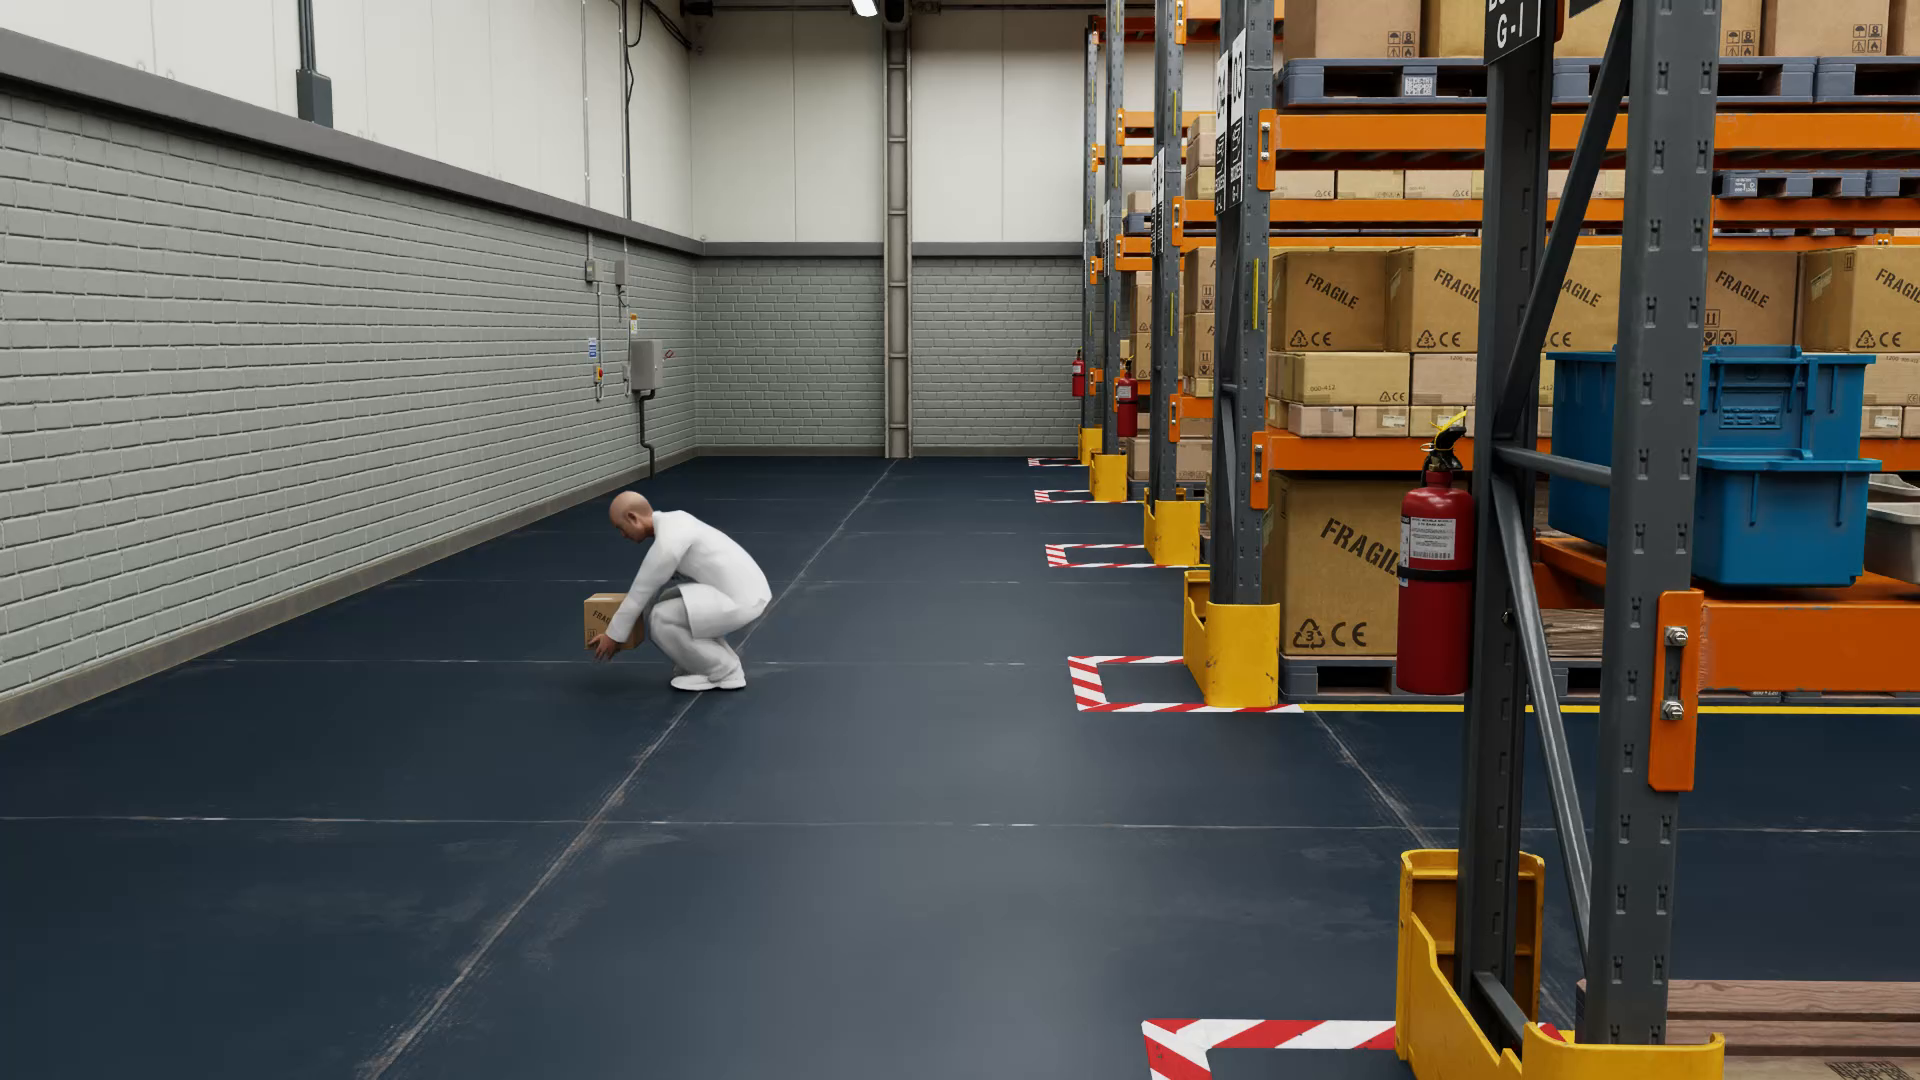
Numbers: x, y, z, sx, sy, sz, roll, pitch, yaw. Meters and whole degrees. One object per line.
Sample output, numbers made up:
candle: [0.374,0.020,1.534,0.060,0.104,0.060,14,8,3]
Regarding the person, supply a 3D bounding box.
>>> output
person: [-1.423,0.248,8.498,0.915,1.004,0.580,0,7,0]
